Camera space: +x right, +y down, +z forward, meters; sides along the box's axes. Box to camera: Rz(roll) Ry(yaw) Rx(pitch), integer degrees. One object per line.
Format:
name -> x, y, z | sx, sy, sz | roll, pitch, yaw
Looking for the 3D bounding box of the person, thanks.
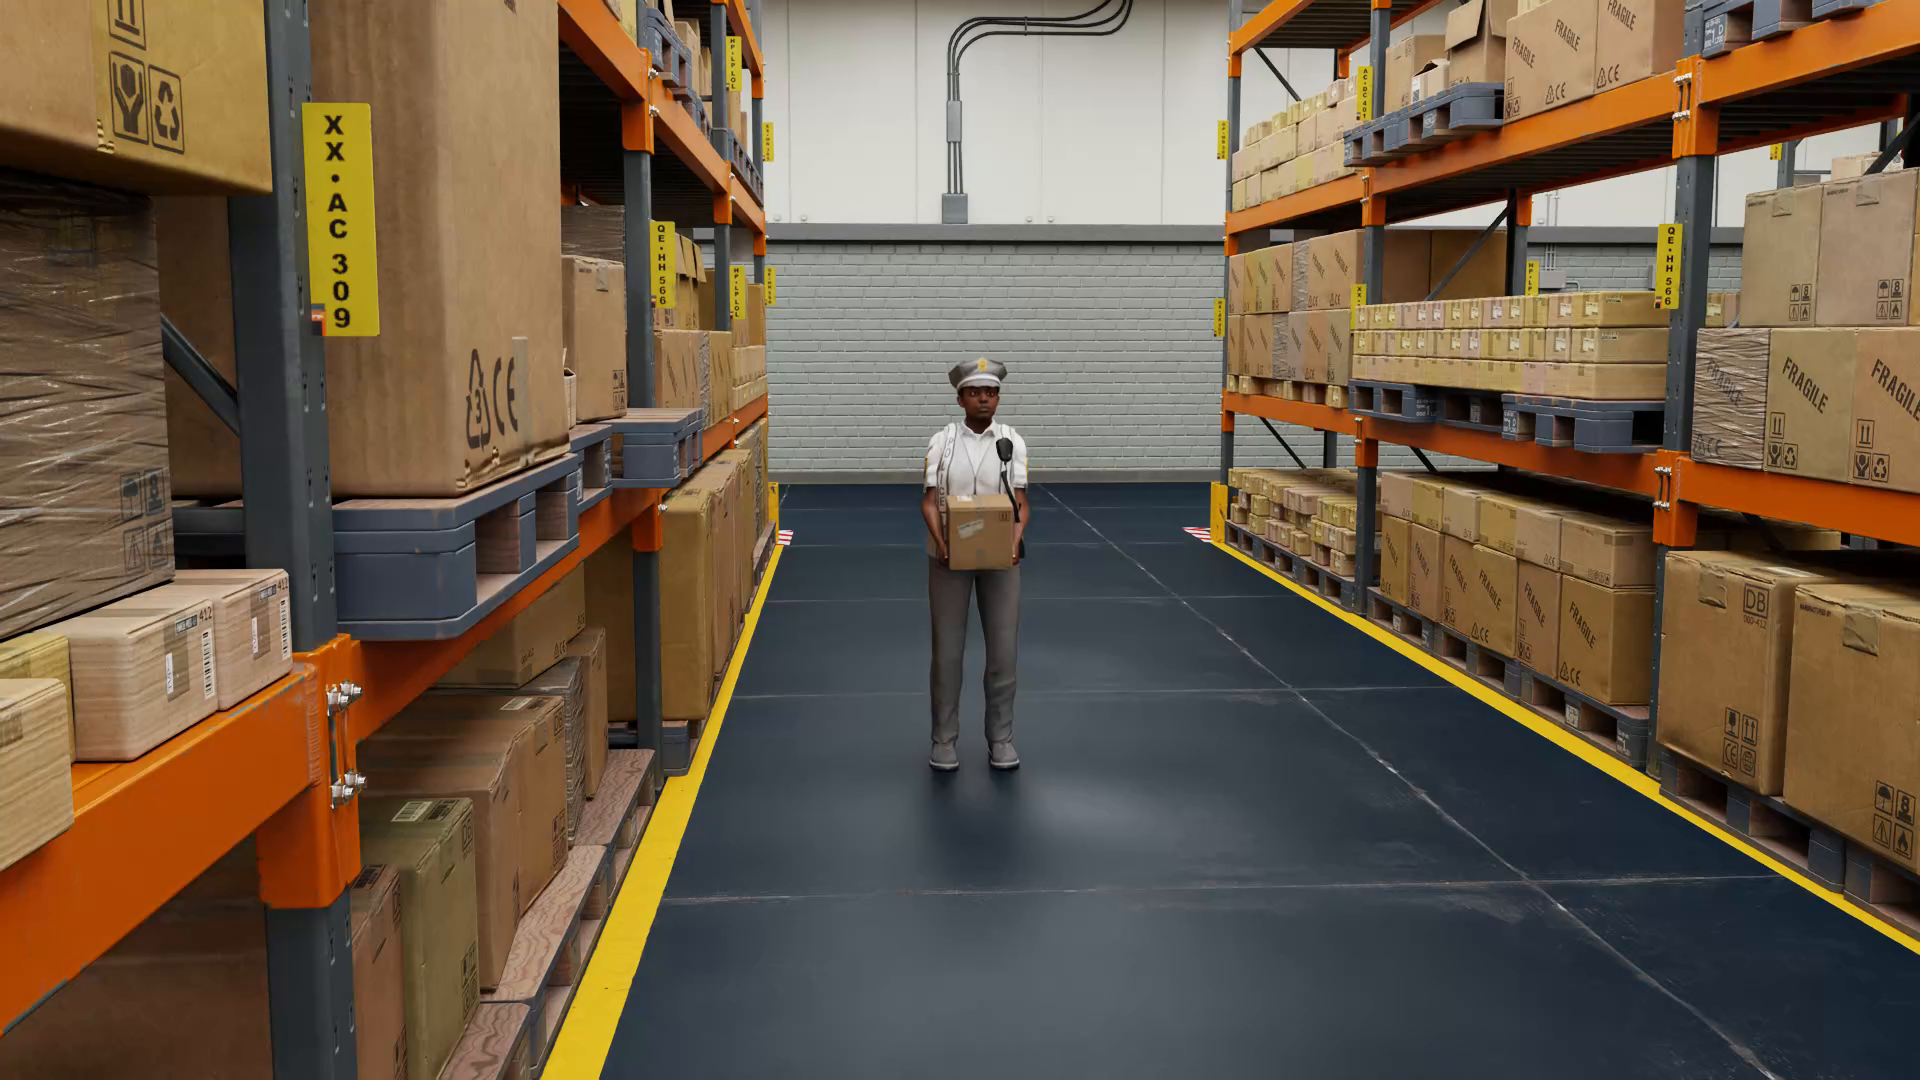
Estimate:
person -> 0.067, 0.099, 6.824 | 0.449, 1.689, 0.538 | 0, 7, -4
